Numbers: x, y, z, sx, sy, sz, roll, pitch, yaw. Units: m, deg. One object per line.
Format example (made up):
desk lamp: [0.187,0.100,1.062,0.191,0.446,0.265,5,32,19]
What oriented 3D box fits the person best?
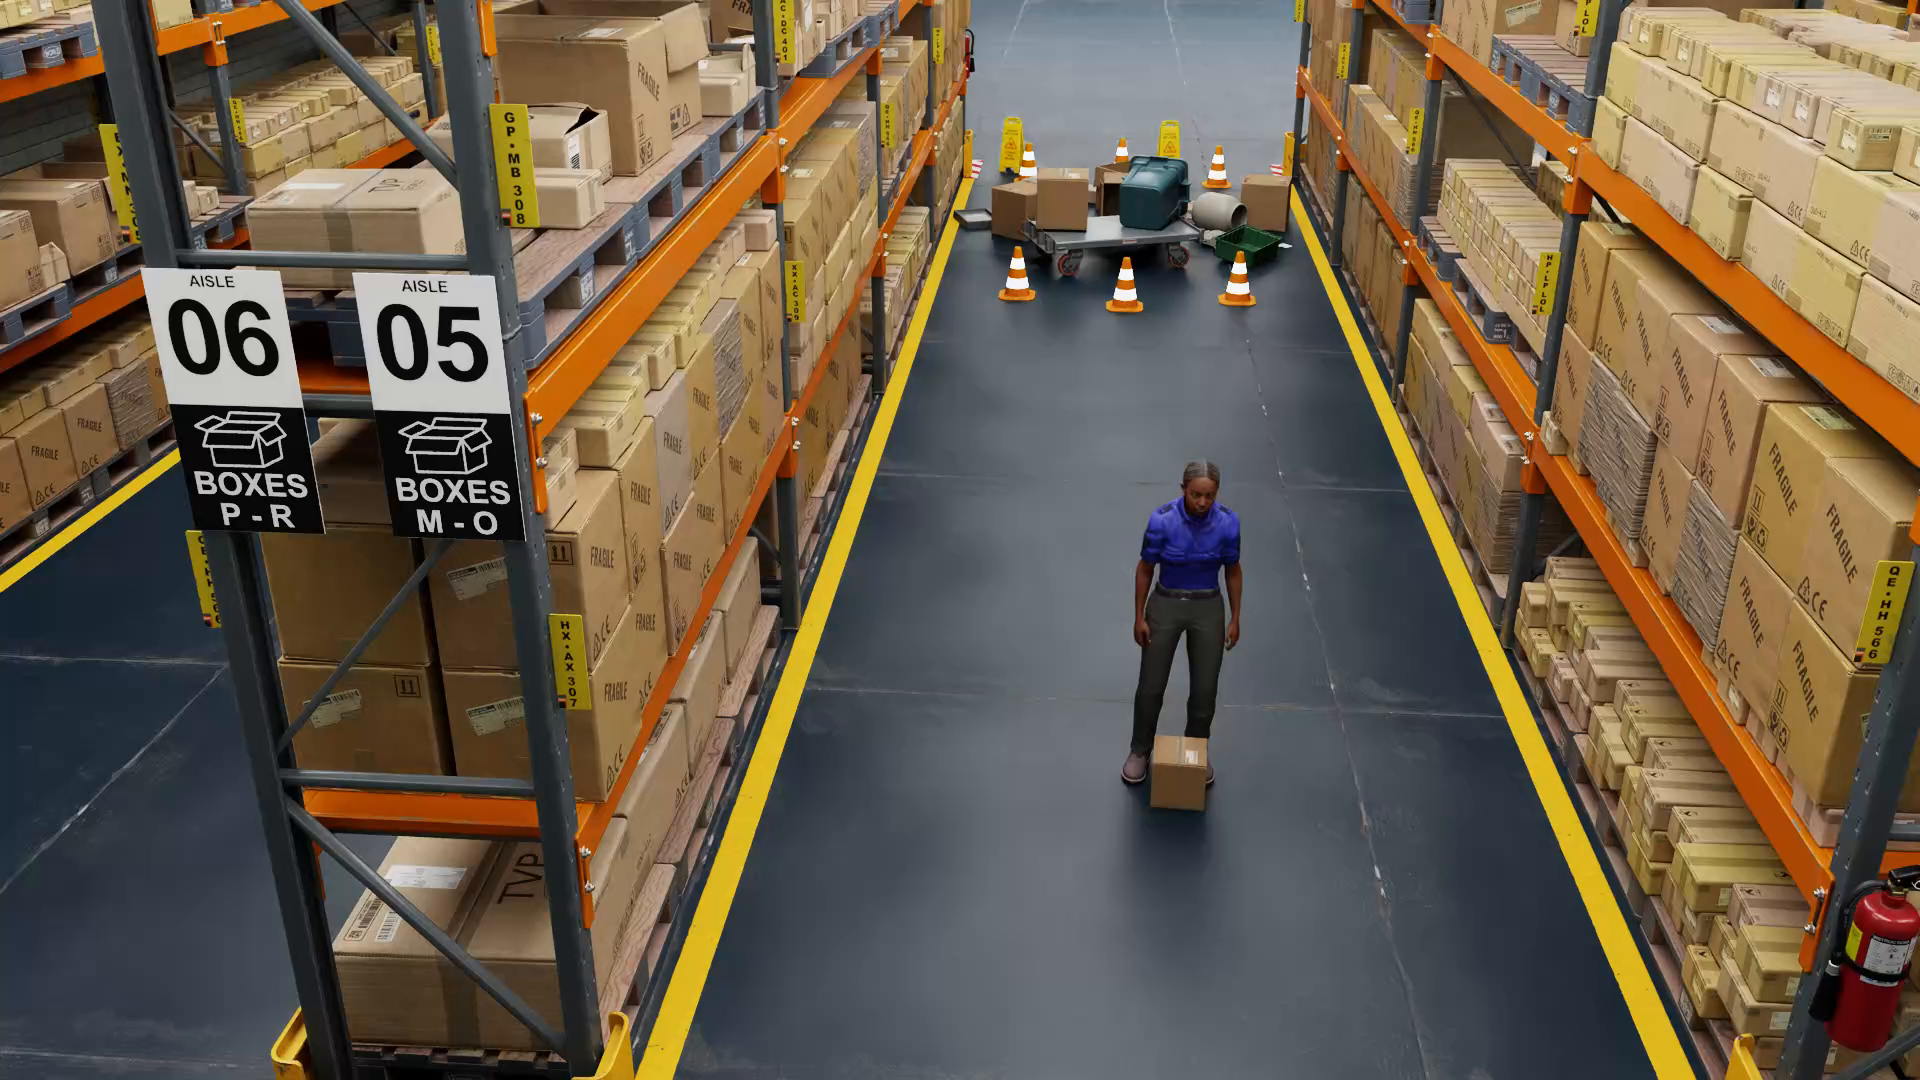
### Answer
person: [1.052,0.368,7.808,0.530,1.656,0.346,1,25,2]
